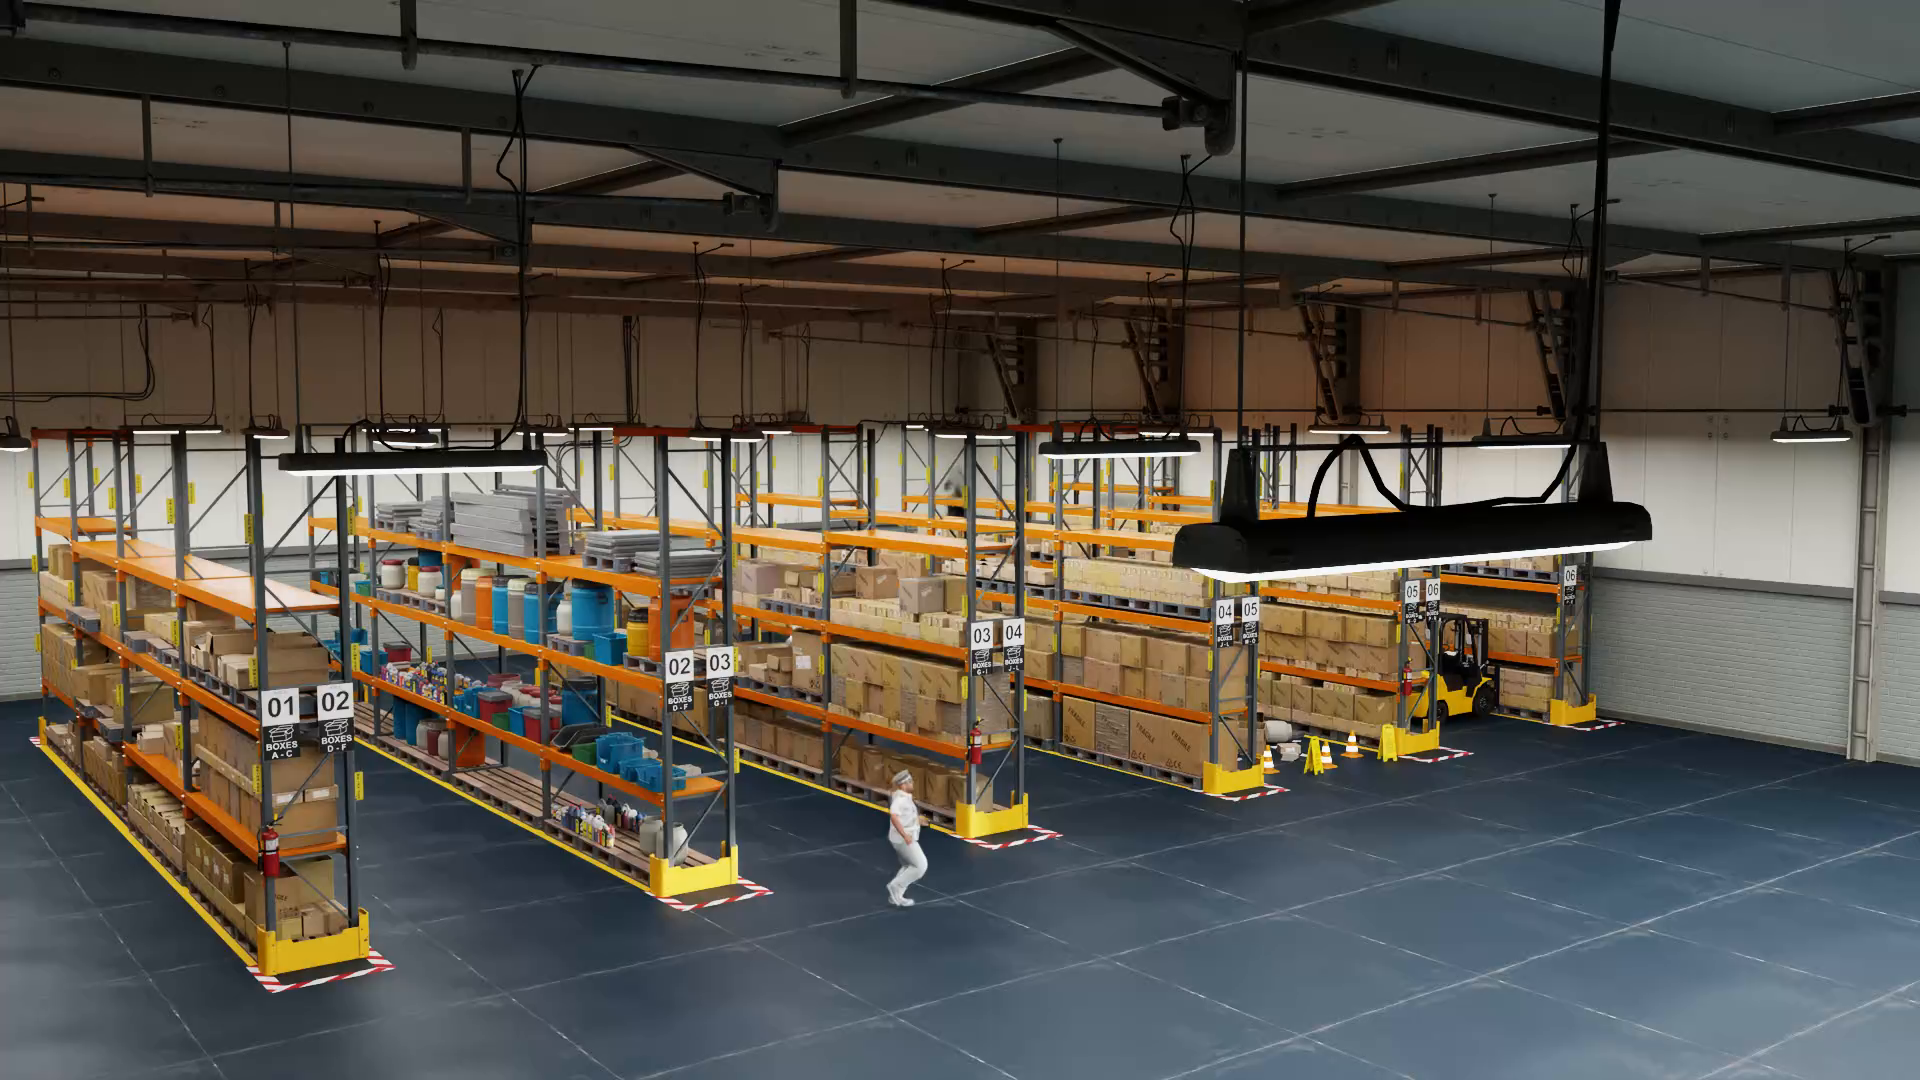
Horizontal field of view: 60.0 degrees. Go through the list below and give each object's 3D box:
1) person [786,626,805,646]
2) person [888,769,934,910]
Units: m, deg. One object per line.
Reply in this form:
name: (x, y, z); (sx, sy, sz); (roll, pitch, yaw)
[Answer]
person: (-3.457, 2.675, 35.760); (0.694, 1.736, 0.764); (-4, 6, -39)
person: (-0.613, 3.794, 21.160); (0.582, 1.791, 0.715); (-1, 5, -8)
